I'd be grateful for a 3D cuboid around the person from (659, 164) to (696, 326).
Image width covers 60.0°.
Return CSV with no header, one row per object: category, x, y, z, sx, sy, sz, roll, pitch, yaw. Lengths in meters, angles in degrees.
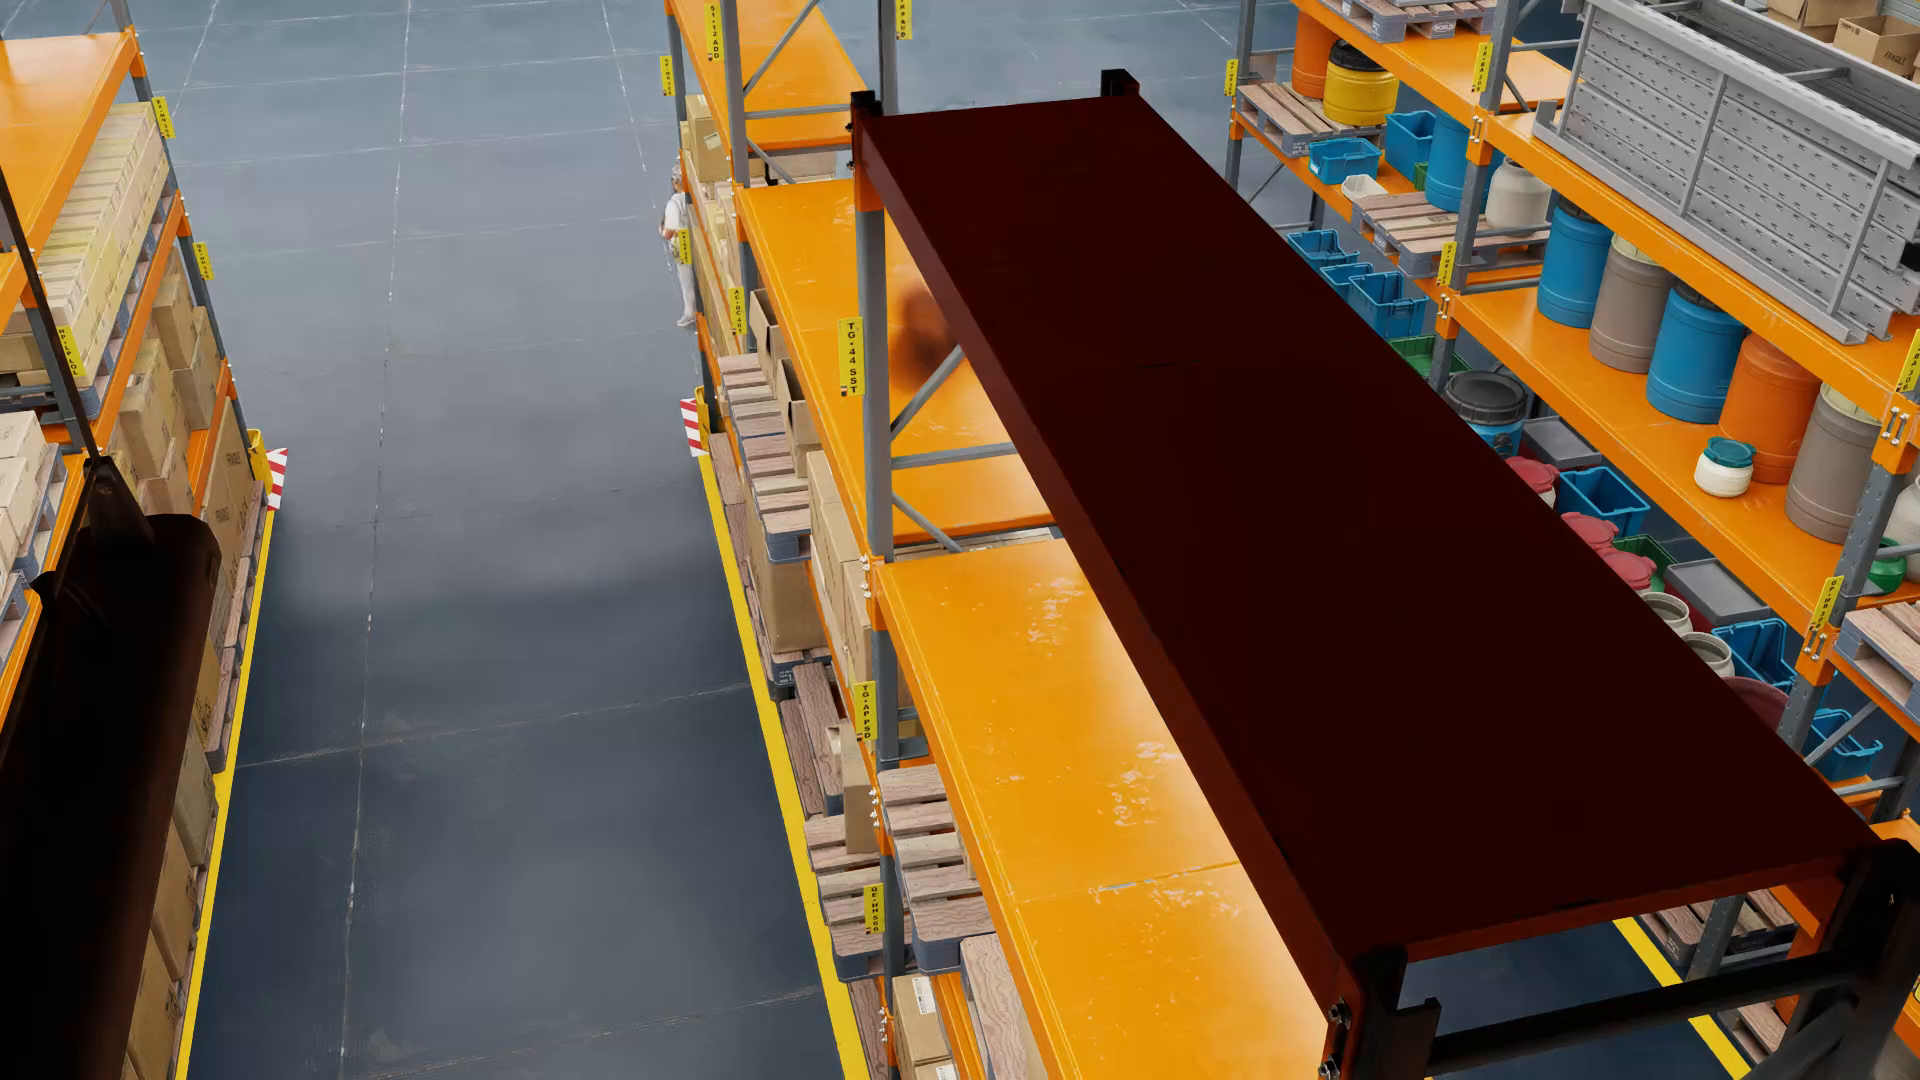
person,-2.662,-2.852,16.696,0.830,1.843,0.653,20,39,26
